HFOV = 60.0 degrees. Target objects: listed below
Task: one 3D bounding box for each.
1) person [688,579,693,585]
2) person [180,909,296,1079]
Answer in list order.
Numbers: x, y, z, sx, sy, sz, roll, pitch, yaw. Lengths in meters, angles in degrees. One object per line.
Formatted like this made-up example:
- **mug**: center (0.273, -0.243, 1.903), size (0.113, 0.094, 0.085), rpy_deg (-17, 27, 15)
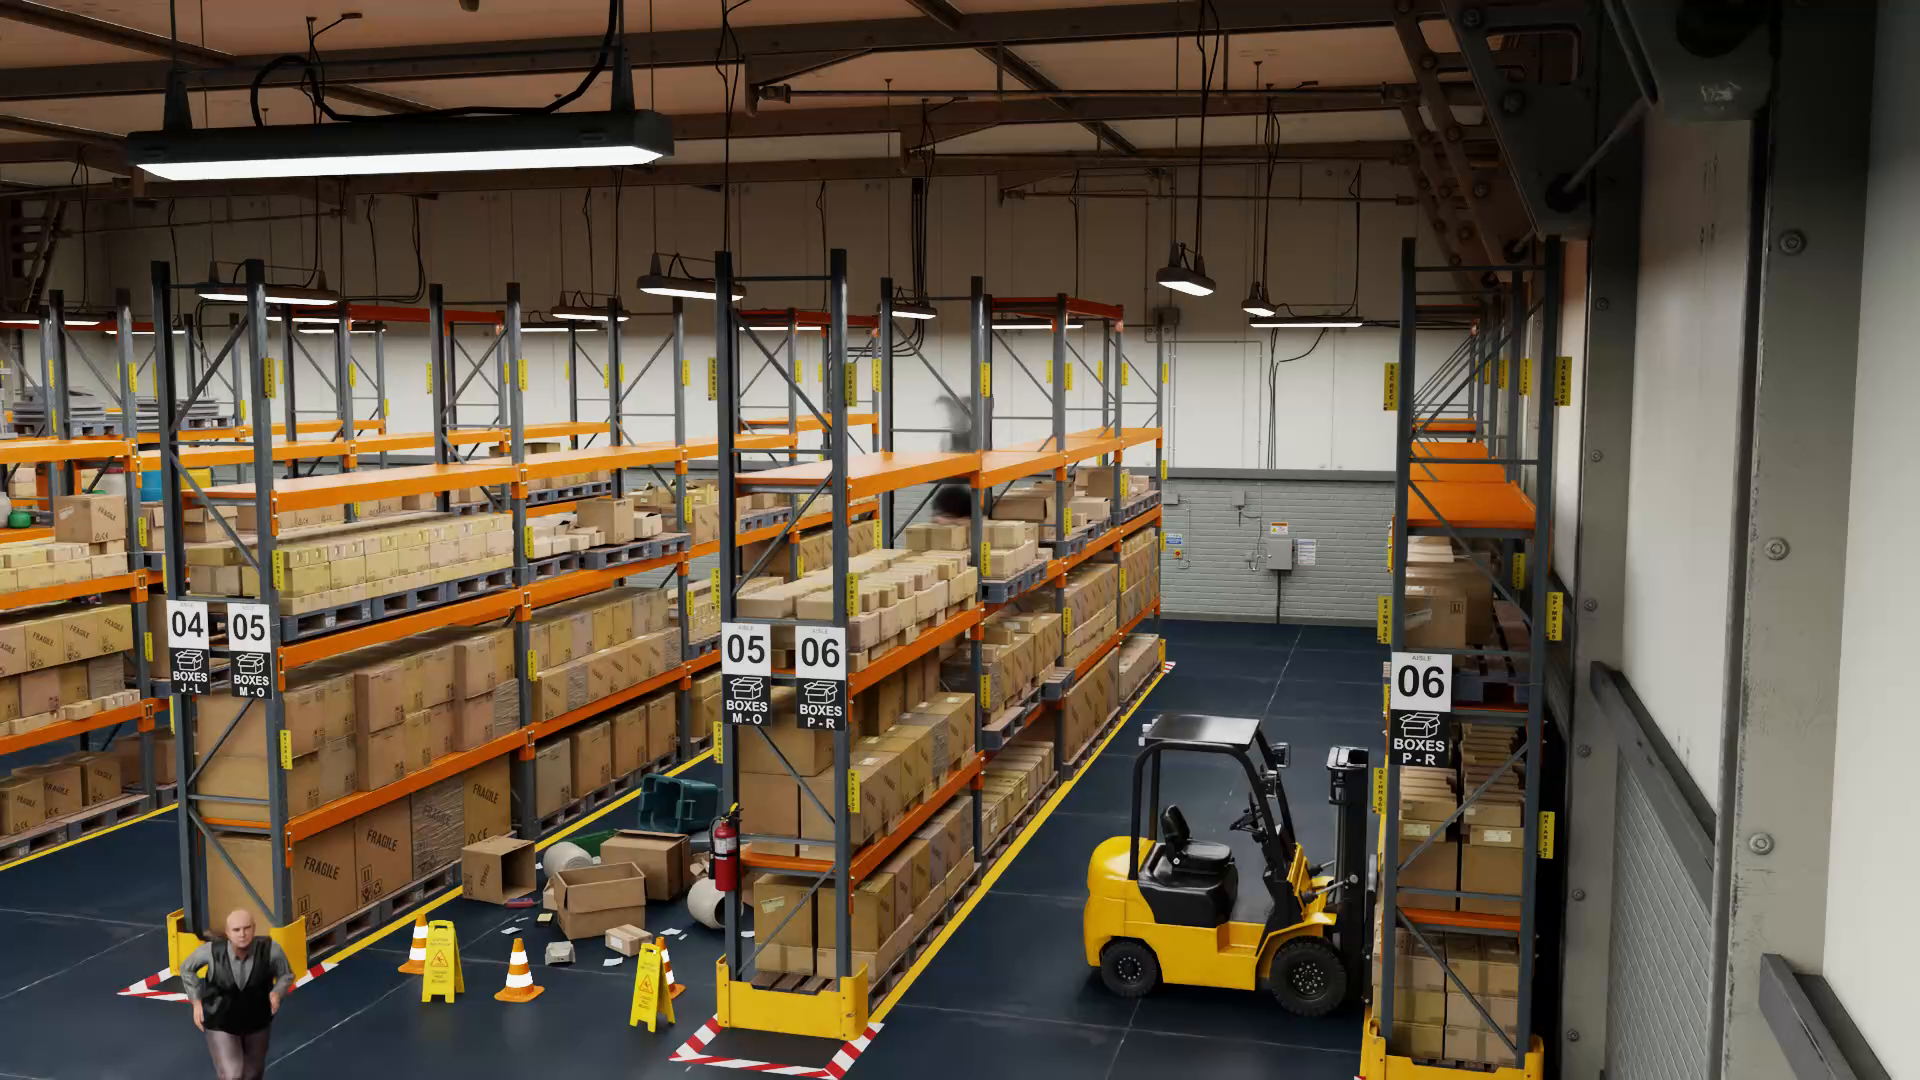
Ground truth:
- **person**: center (-4.408, 1.455, 27.264), size (0.563, 1.757, 0.767), rpy_deg (3, 7, 27)
- **person**: center (-4.711, 3.199, 10.891), size (0.677, 1.718, 0.913), rpy_deg (-4, 7, -30)
